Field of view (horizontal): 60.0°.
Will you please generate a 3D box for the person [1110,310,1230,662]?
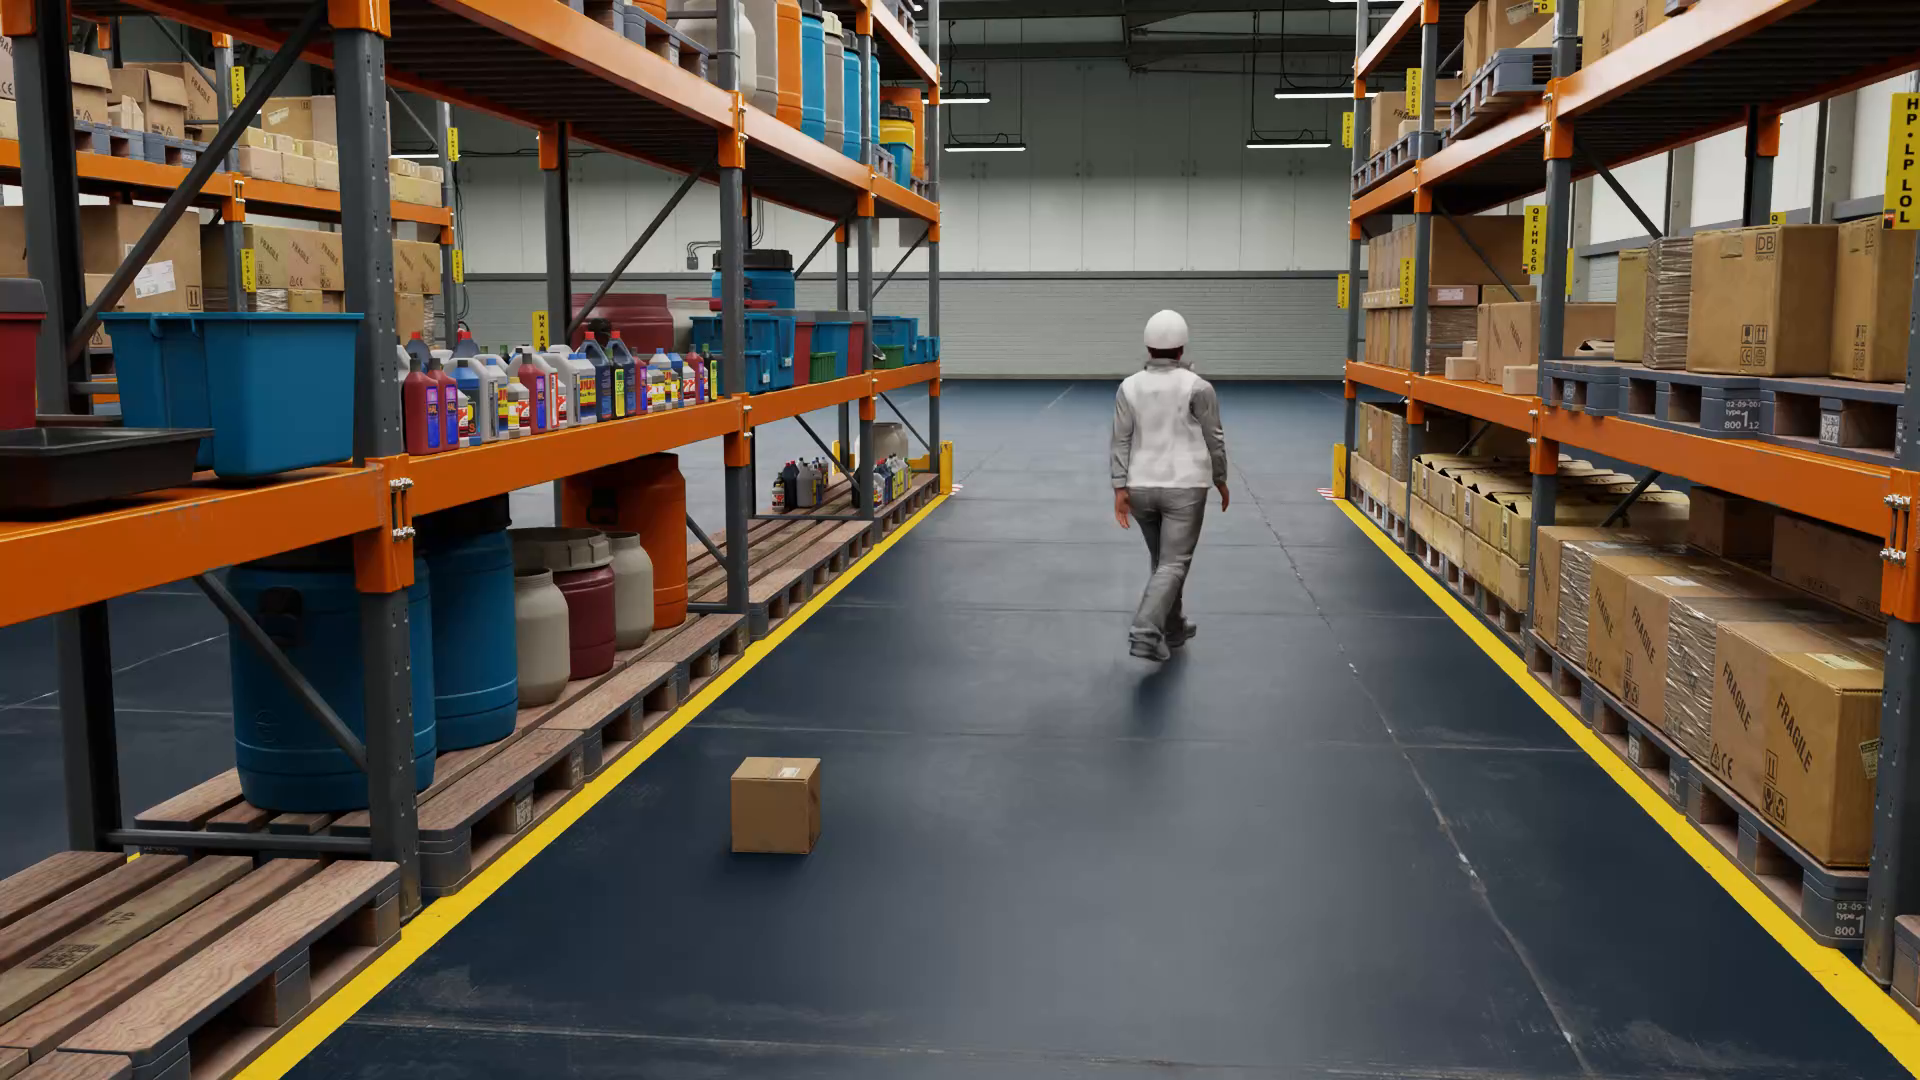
[{"bbox_3d":[1.050,-0.270,8.242,0.535,1.729,1.016,5,9,33],"label":"person"}]
